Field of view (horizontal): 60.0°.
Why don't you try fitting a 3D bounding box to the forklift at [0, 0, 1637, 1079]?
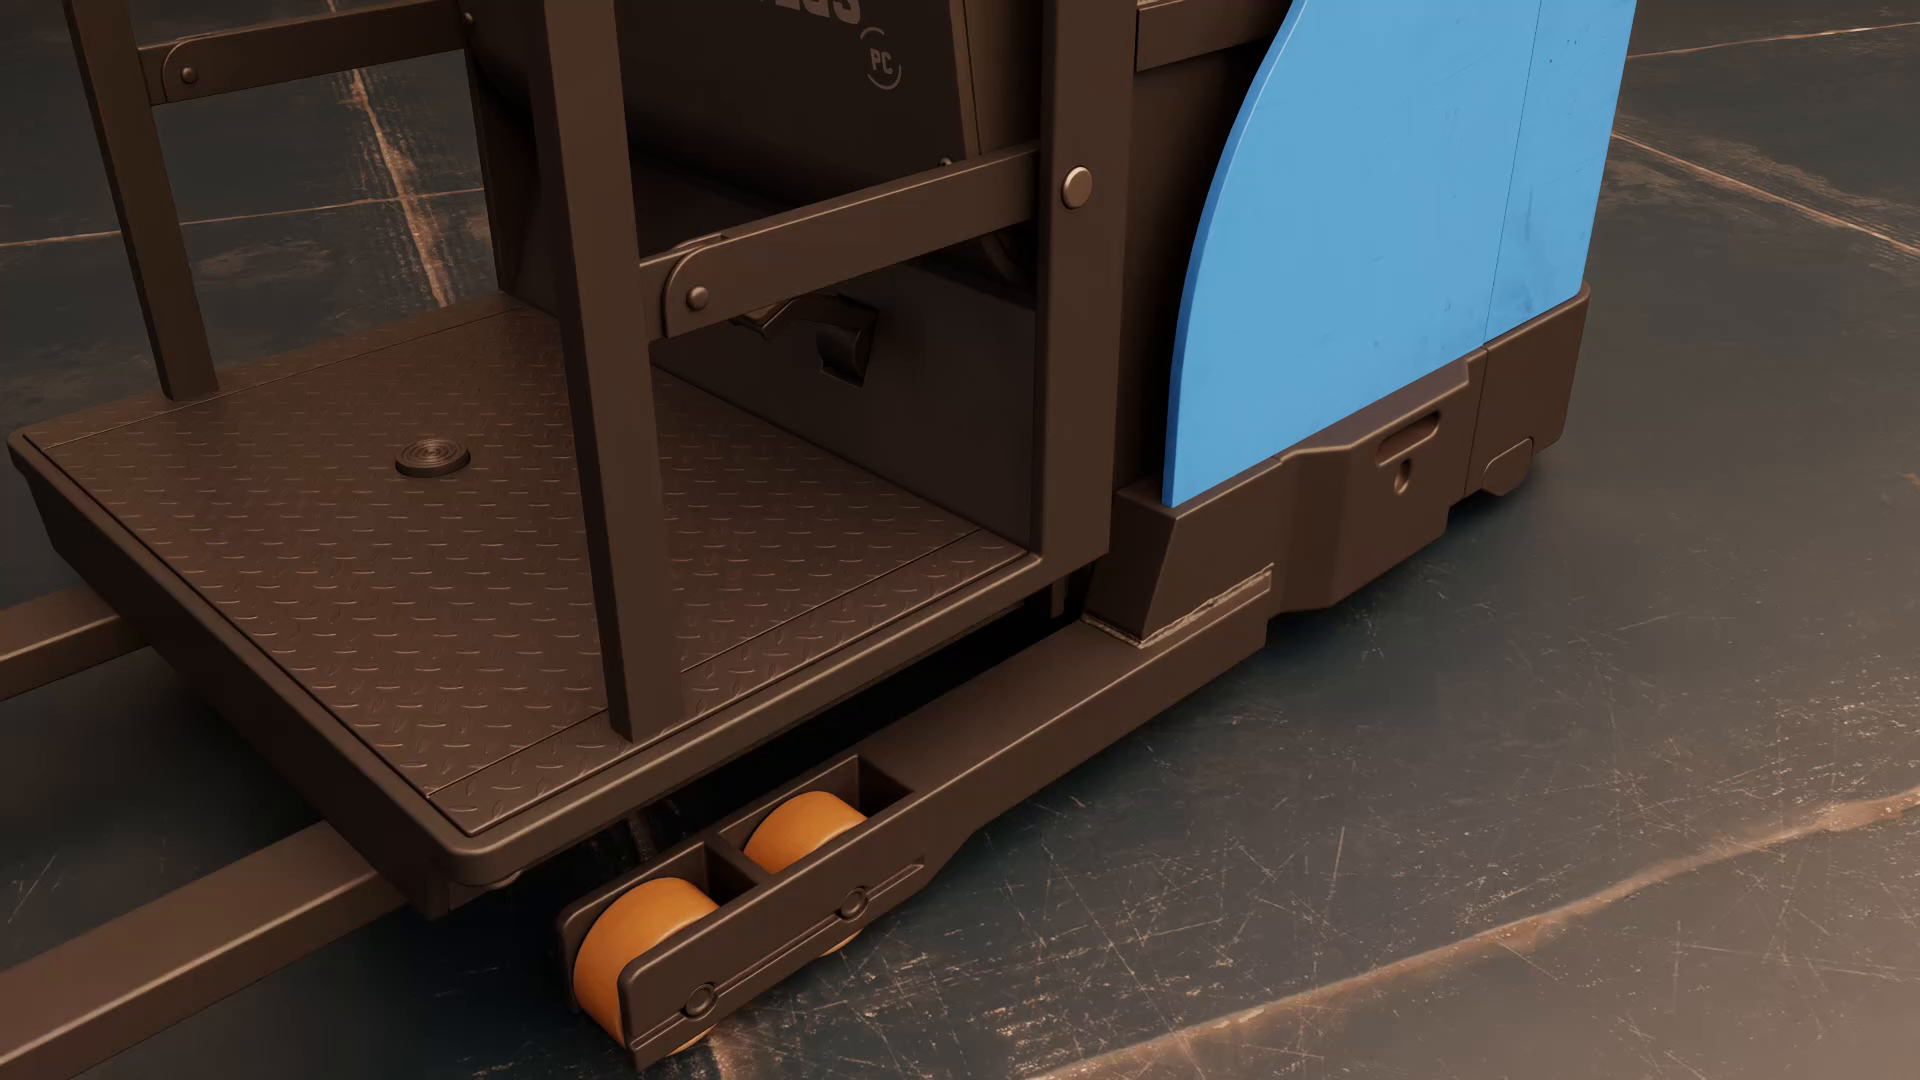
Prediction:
[{"bbox_3d":[-0.435,-1.063,1.405,3.031,2.935,1.130,-26,39,-37],"label":"forklift"}]
